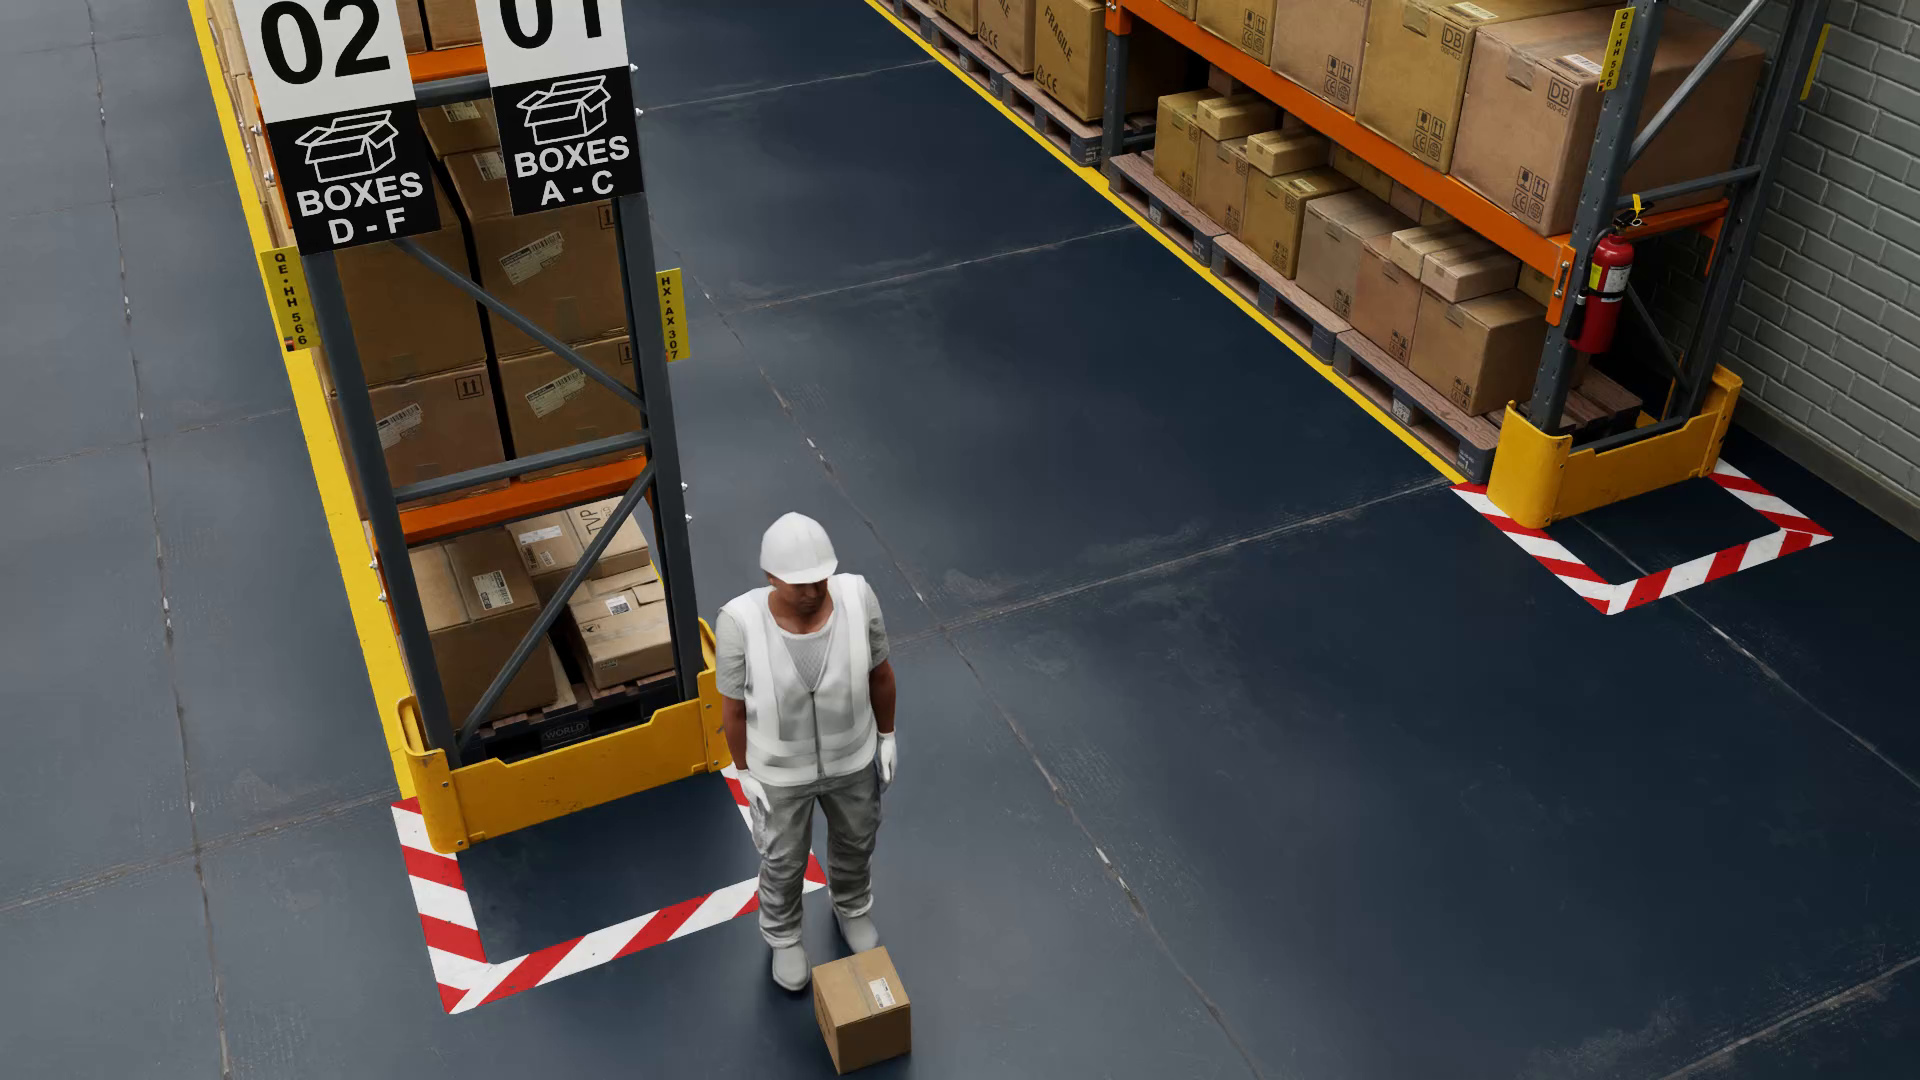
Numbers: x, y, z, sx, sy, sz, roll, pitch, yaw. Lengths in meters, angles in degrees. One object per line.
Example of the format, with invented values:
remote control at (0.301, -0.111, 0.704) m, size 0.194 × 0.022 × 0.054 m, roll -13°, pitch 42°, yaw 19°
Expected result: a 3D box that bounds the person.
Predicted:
person at (-0.455, 0.686, 5.241) m, size 0.549 × 1.795 × 0.393 m, roll -12°, pitch 39°, yaw -16°
